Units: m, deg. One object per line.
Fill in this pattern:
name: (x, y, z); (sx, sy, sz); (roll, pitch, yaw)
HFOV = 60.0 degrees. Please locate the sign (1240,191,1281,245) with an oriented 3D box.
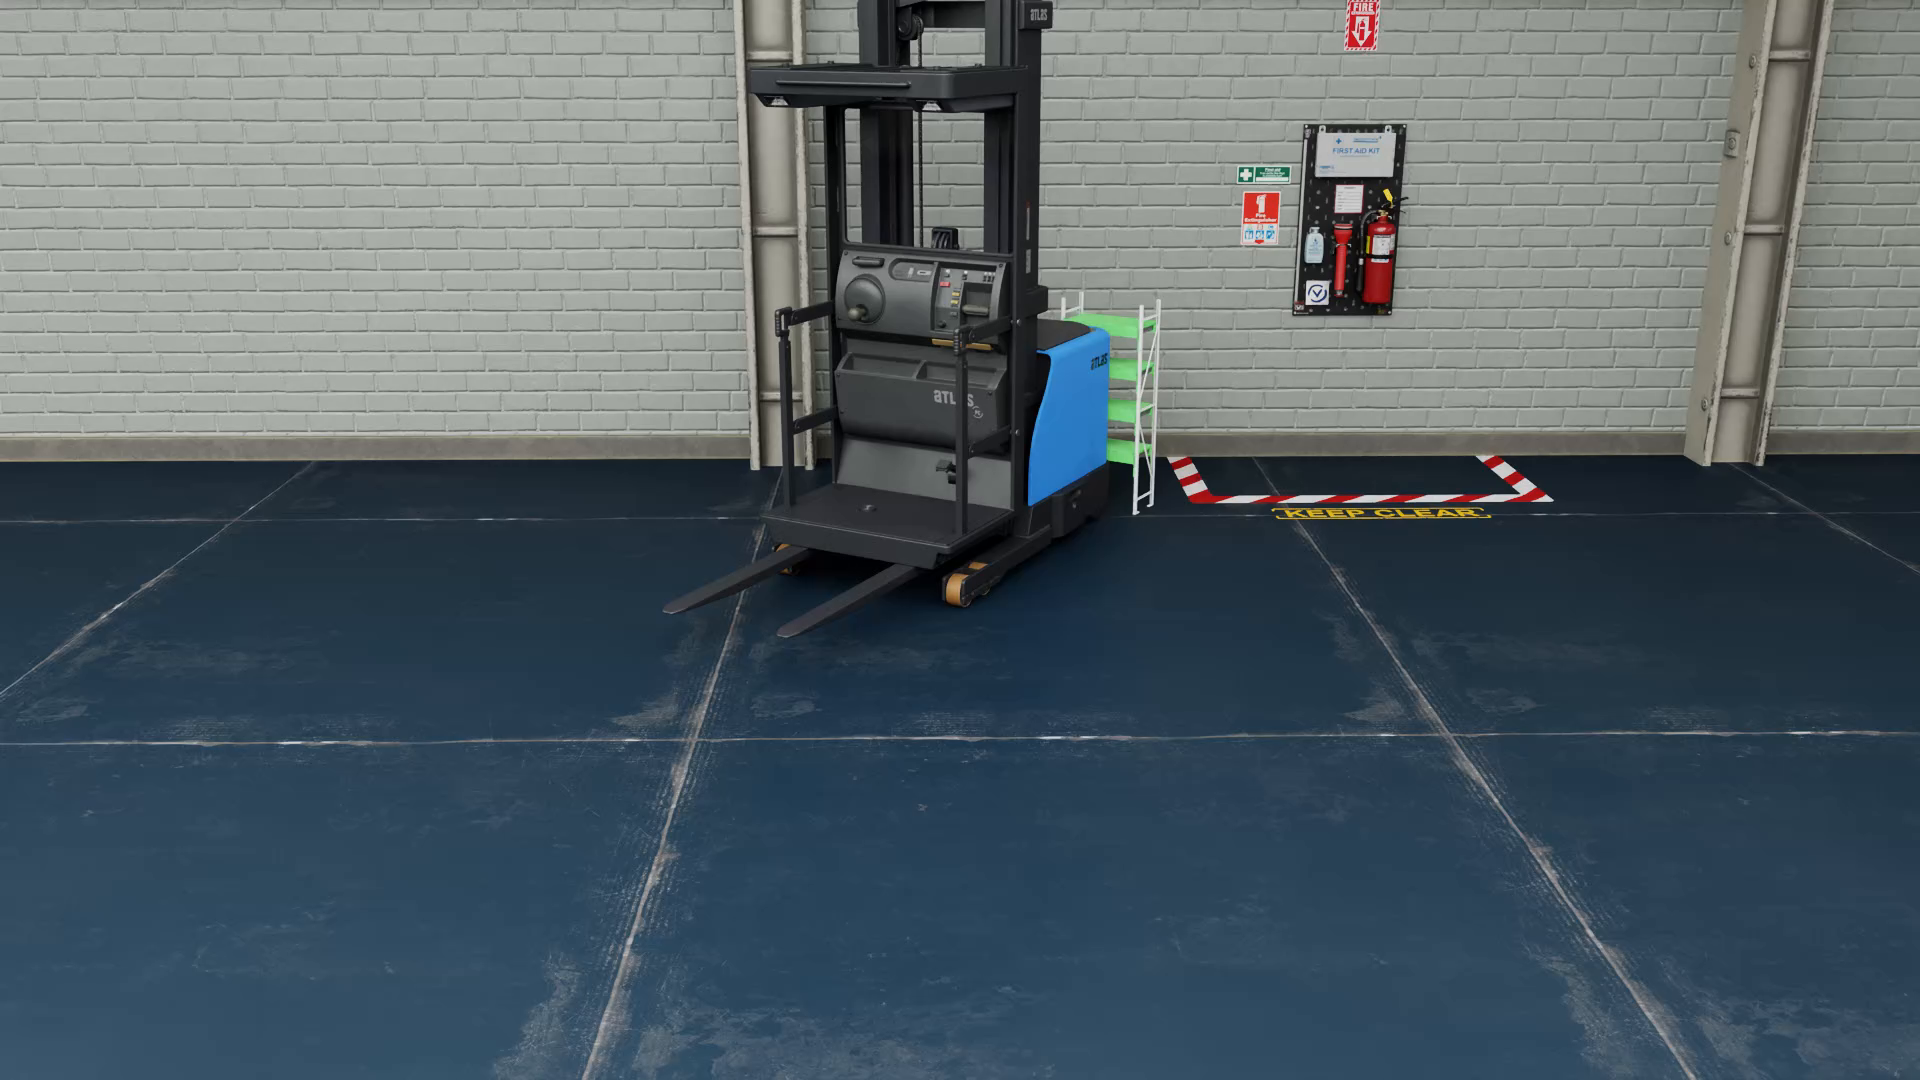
sign: (1.859, -1.990, 10.281); (0.234, 0.329, 0.001); (0, 18, -1)

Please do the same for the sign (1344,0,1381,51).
sign: (2.404, -3.078, 9.938); (0.199, 0.298, 0.001); (0, 18, -1)

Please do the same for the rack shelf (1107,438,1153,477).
rack shelf: (0.850, -0.496, 9.625); (0.480, 0.148, 0.258); (11, 21, 30)

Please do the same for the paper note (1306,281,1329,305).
paper note: (2.235, -1.545, 10.395); (0.142, 0.148, 0.016); (0, 18, -1)

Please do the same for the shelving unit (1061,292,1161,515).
shelving unit: (0.850, -0.785, 9.532); (0.503, 1.200, 0.258); (11, 21, 30)

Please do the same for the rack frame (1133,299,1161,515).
rack frame: (1.057, -0.746, 9.409); (0.015, 1.200, 0.240); (11, 21, 30)

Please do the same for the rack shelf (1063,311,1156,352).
rack shelf: (0.850, -1.182, 9.405); (0.480, 0.148, 0.258); (11, 21, 30)

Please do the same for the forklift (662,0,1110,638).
forklift: (-0.301, -1.227, 8.073); (1.130, 2.935, 3.031); (9, 20, 27)

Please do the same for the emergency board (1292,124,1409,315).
emergency board: (2.413, -1.944, 10.197); (0.643, 1.169, 0.194); (0, 18, -1)

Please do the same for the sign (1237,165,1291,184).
sign: (1.863, -2.239, 10.192); (0.331, 0.109, 0.001); (0, 18, -1)

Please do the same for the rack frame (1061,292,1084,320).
rack frame: (0.642, -0.825, 9.654); (0.015, 1.200, 0.240); (11, 21, 30)

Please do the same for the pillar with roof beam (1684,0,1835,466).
pillar with roof beam: (4.953, -3.486, 5.183); (0.400, 9.000, 9.100); (0, 18, -1)

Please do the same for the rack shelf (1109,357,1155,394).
rack shelf: (0.850, -0.953, 9.478); (0.480, 0.148, 0.258); (11, 21, 30)

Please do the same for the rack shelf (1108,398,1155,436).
rack shelf: (0.850, -0.725, 9.551); (0.480, 0.148, 0.258); (11, 21, 30)

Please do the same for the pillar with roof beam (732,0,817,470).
pillar with roof beam: (-1.047, -3.457, 5.093); (0.400, 9.000, 9.100); (0, 18, -1)
